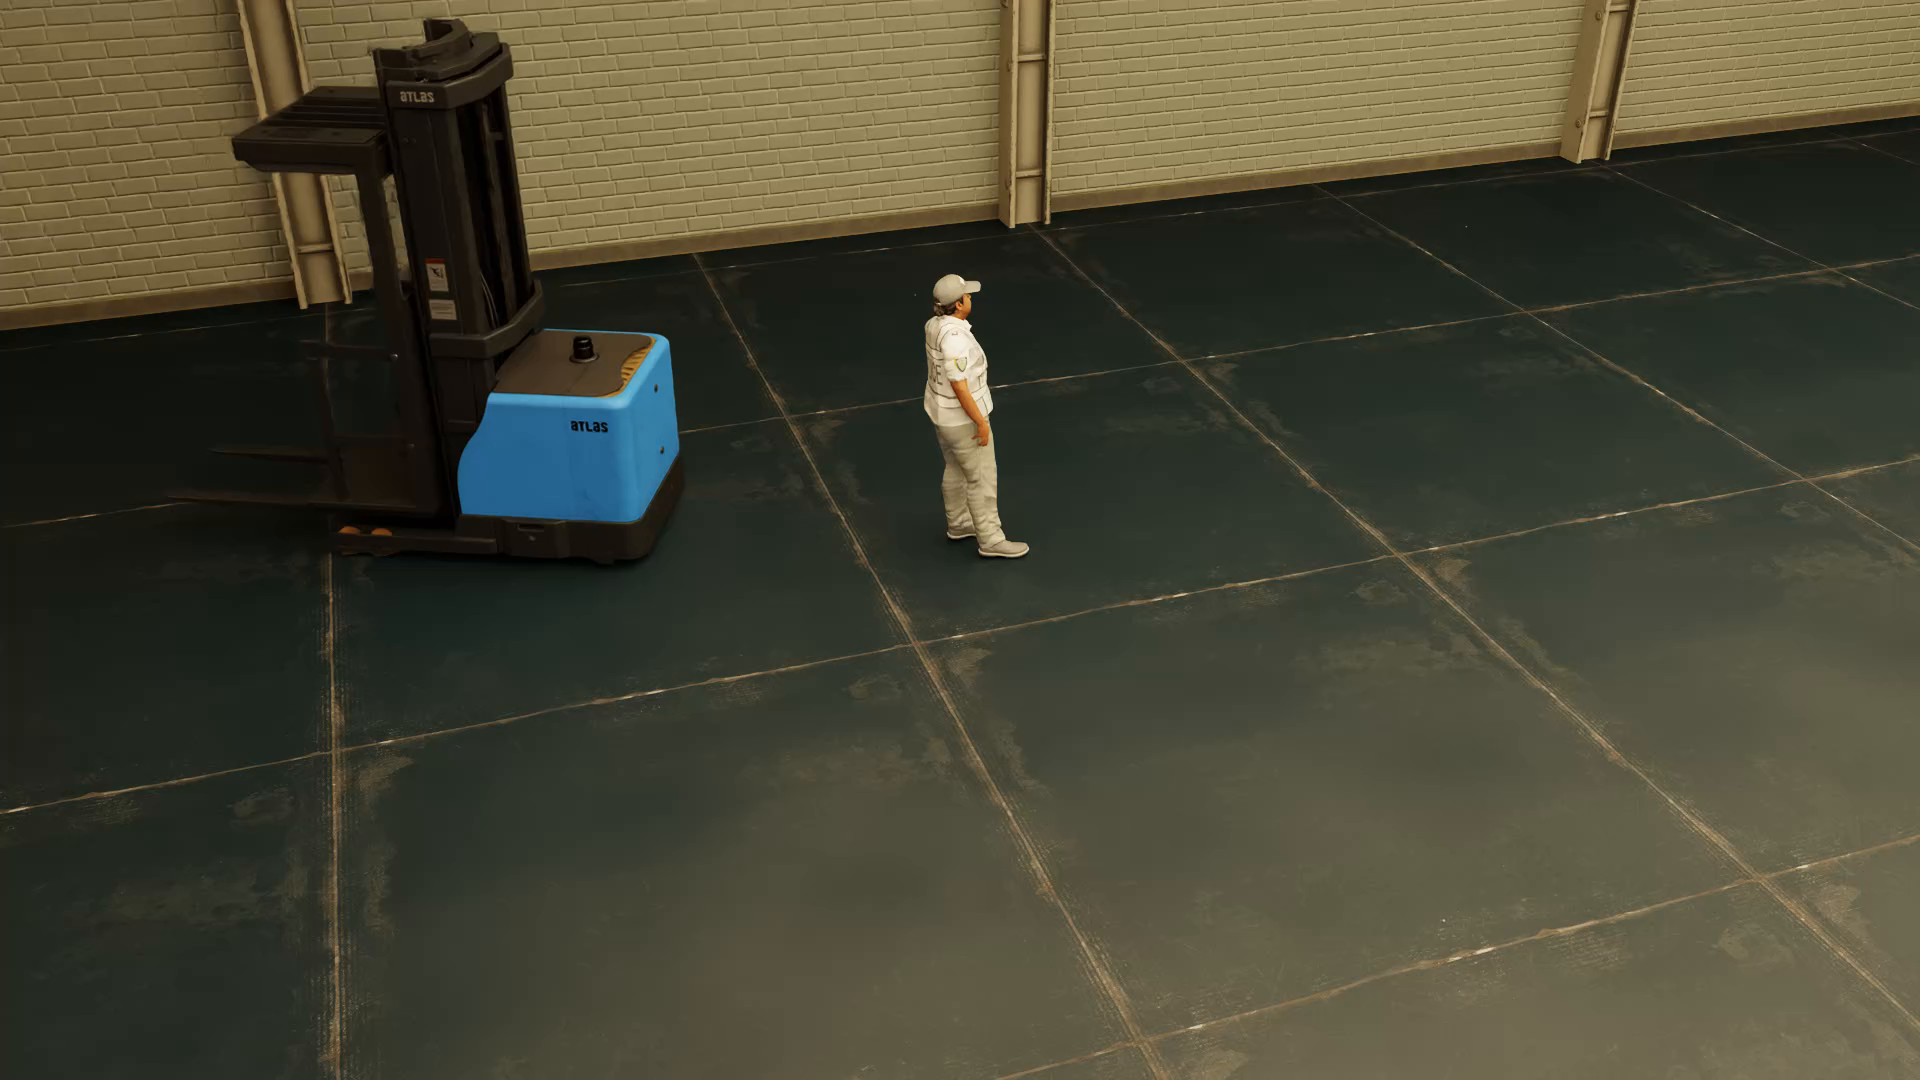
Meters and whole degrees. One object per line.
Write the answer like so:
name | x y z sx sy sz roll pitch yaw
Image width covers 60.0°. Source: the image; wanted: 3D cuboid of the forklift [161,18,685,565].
forklift | -3.289 -1.429 9.570 3.031 2.935 1.130 3 30 5

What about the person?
person | 0.080 -0.730 9.609 0.529 1.670 0.598 -10 31 -16
